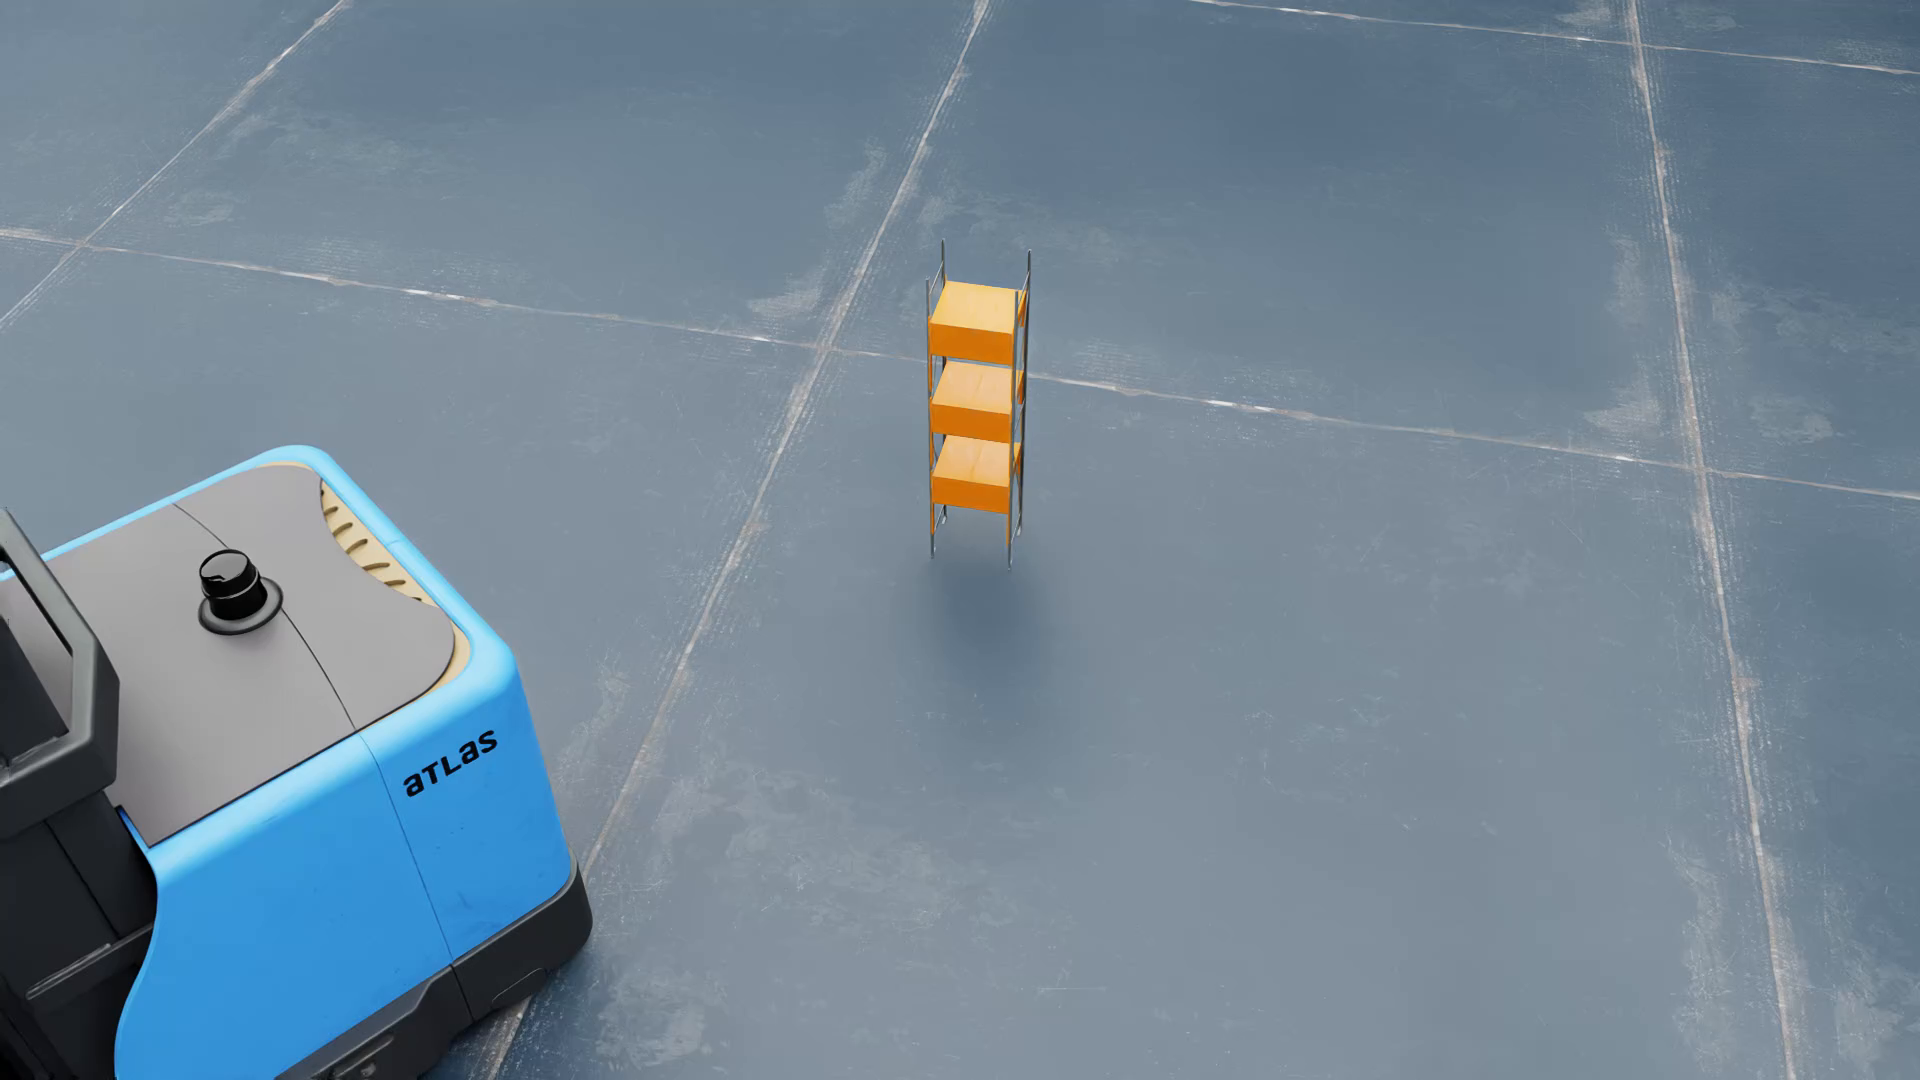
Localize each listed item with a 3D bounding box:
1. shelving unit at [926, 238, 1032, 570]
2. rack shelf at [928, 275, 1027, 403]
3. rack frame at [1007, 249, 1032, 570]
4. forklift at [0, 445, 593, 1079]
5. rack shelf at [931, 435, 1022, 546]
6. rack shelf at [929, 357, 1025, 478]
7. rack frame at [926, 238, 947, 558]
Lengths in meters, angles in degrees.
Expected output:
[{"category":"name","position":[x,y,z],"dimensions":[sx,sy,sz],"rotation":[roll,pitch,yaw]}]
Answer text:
[{"category":"shelving unit","position":[0.052,-0.370,4.878],"dimensions":[0.252,1.050,0.215],"rotation":[9,45,9]},{"category":"rack shelf","position":[0.052,-0.567,4.688],"dimensions":[0.240,0.259,0.215],"rotation":[9,45,9]},{"category":"rack frame","position":[0.171,-0.352,4.858],"dimensions":[0.008,1.050,0.200],"rotation":[9,45,9]},{"category":"forklift","position":[-2.353,0.394,2.728],"dimensions":[3.031,2.935,1.130],"rotation":[-32,52,-29]},{"category":"rack shelf","position":[0.052,-0.162,5.078],"dimensions":[0.240,0.259,0.215],"rotation":[9,45,9]},{"category":"rack shelf","position":[0.052,-0.363,4.885],"dimensions":[0.240,0.259,0.215],"rotation":[9,45,9]},{"category":"rack frame","position":[-0.067,-0.389,4.897],"dimensions":[0.008,1.050,0.200],"rotation":[9,45,9]}]
